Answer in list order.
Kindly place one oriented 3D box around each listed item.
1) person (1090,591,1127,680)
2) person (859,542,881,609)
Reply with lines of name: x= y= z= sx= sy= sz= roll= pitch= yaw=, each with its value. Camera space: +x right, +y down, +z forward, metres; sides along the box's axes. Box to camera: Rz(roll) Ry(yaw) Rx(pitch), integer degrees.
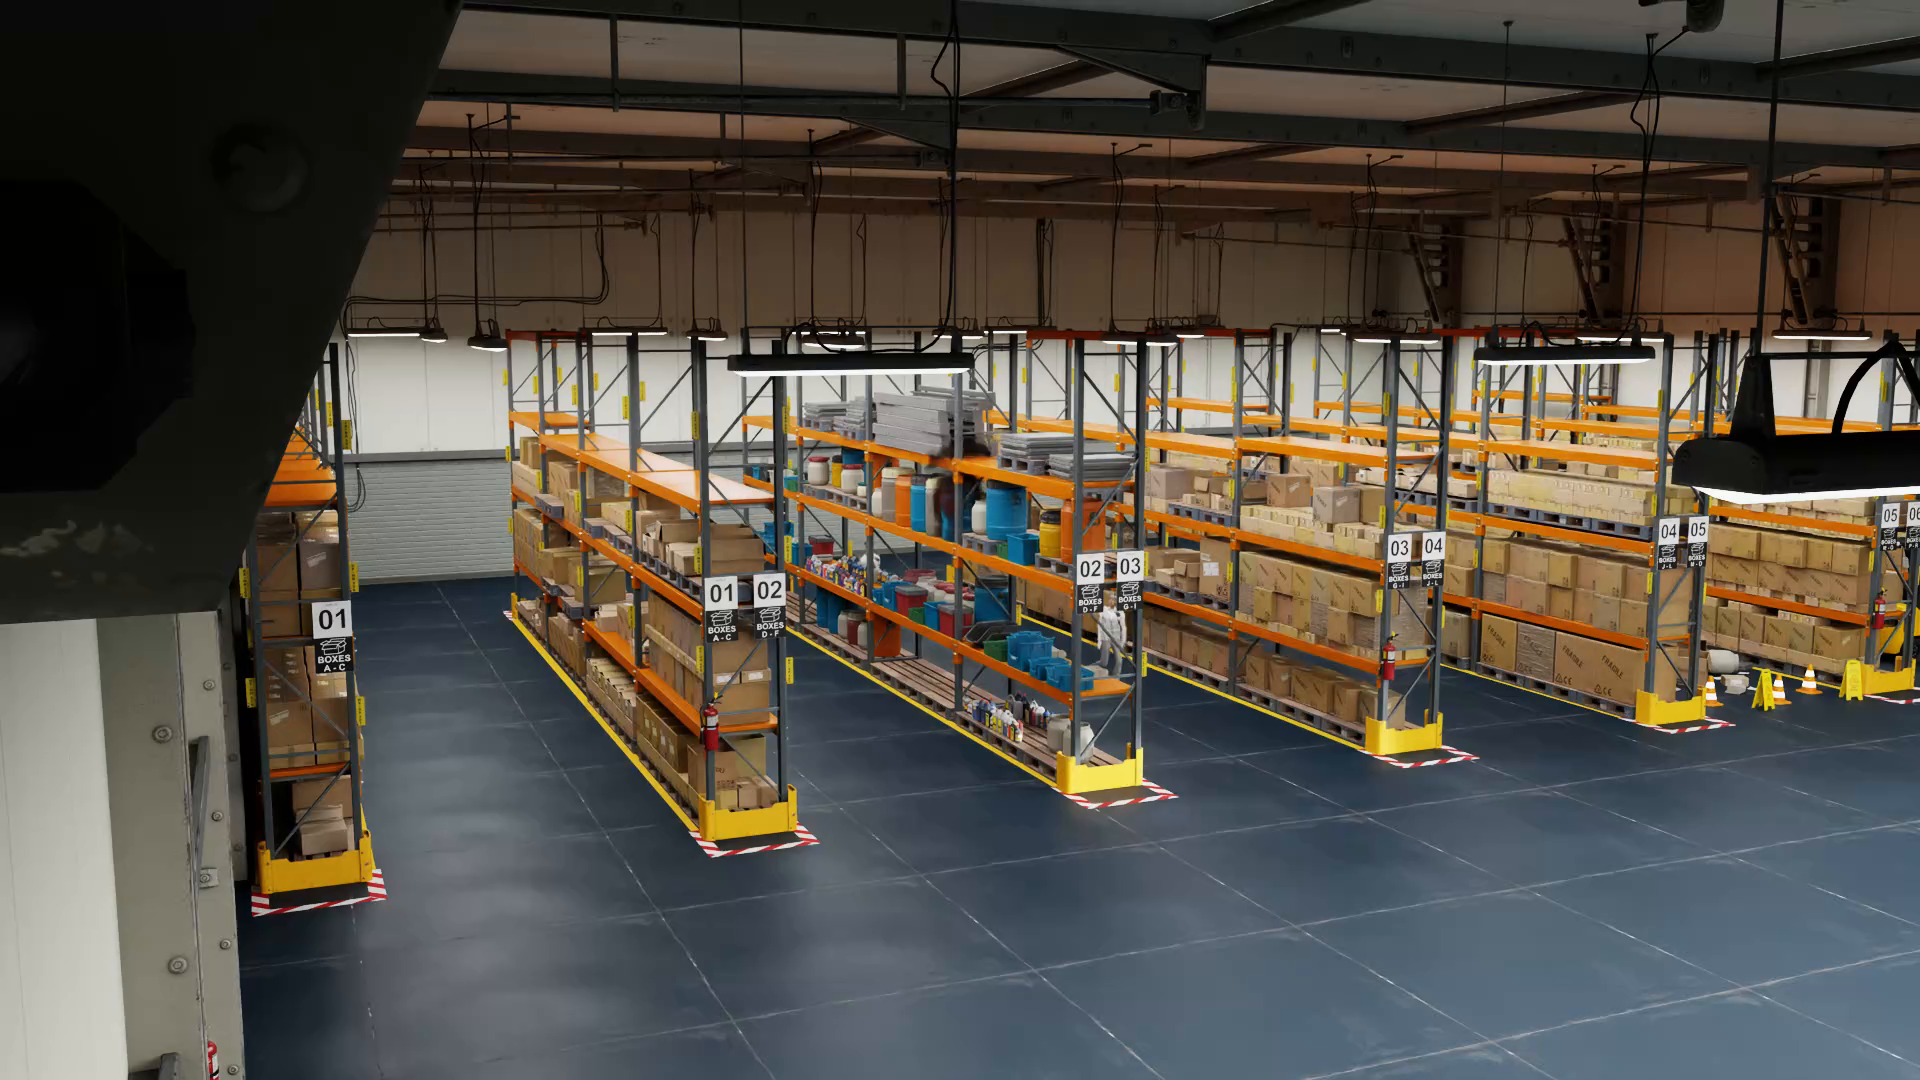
person: x=2.530 y=1.678 z=28.173 sx=0.521 sy=1.649 sz=0.707 roll=-4 pitch=9 yaw=-25
person: x=-1.820 y=0.830 z=34.431 sx=0.552 sy=1.630 sz=1.014 roll=-5 pitch=9 yaw=-31
